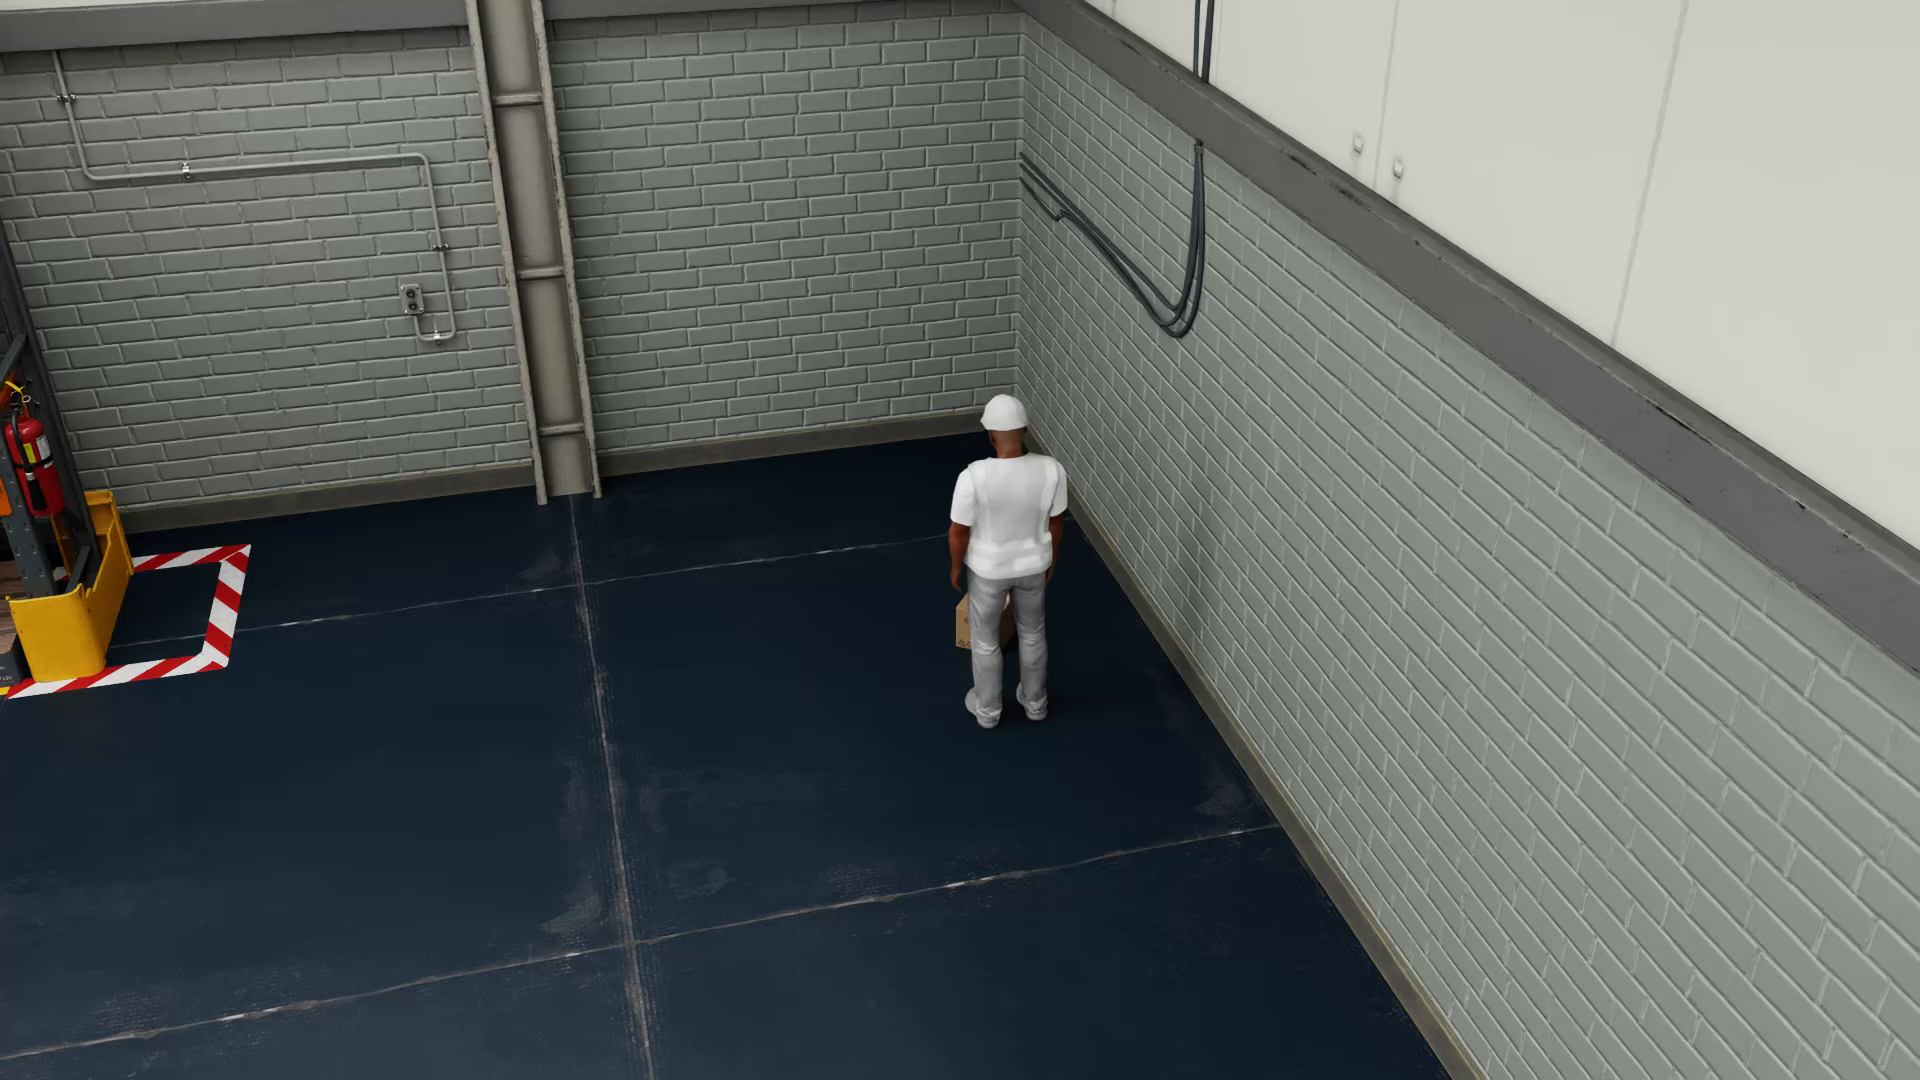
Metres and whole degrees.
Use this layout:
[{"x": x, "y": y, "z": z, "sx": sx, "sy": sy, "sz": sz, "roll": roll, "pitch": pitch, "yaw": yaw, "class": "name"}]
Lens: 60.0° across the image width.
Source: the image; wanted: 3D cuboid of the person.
[{"x": 0.220, "y": 0.111, "z": 8.027, "sx": 0.566, "sy": 1.762, "sz": 0.361, "roll": -7, "pitch": 31, "yaw": -12, "class": "person"}]
